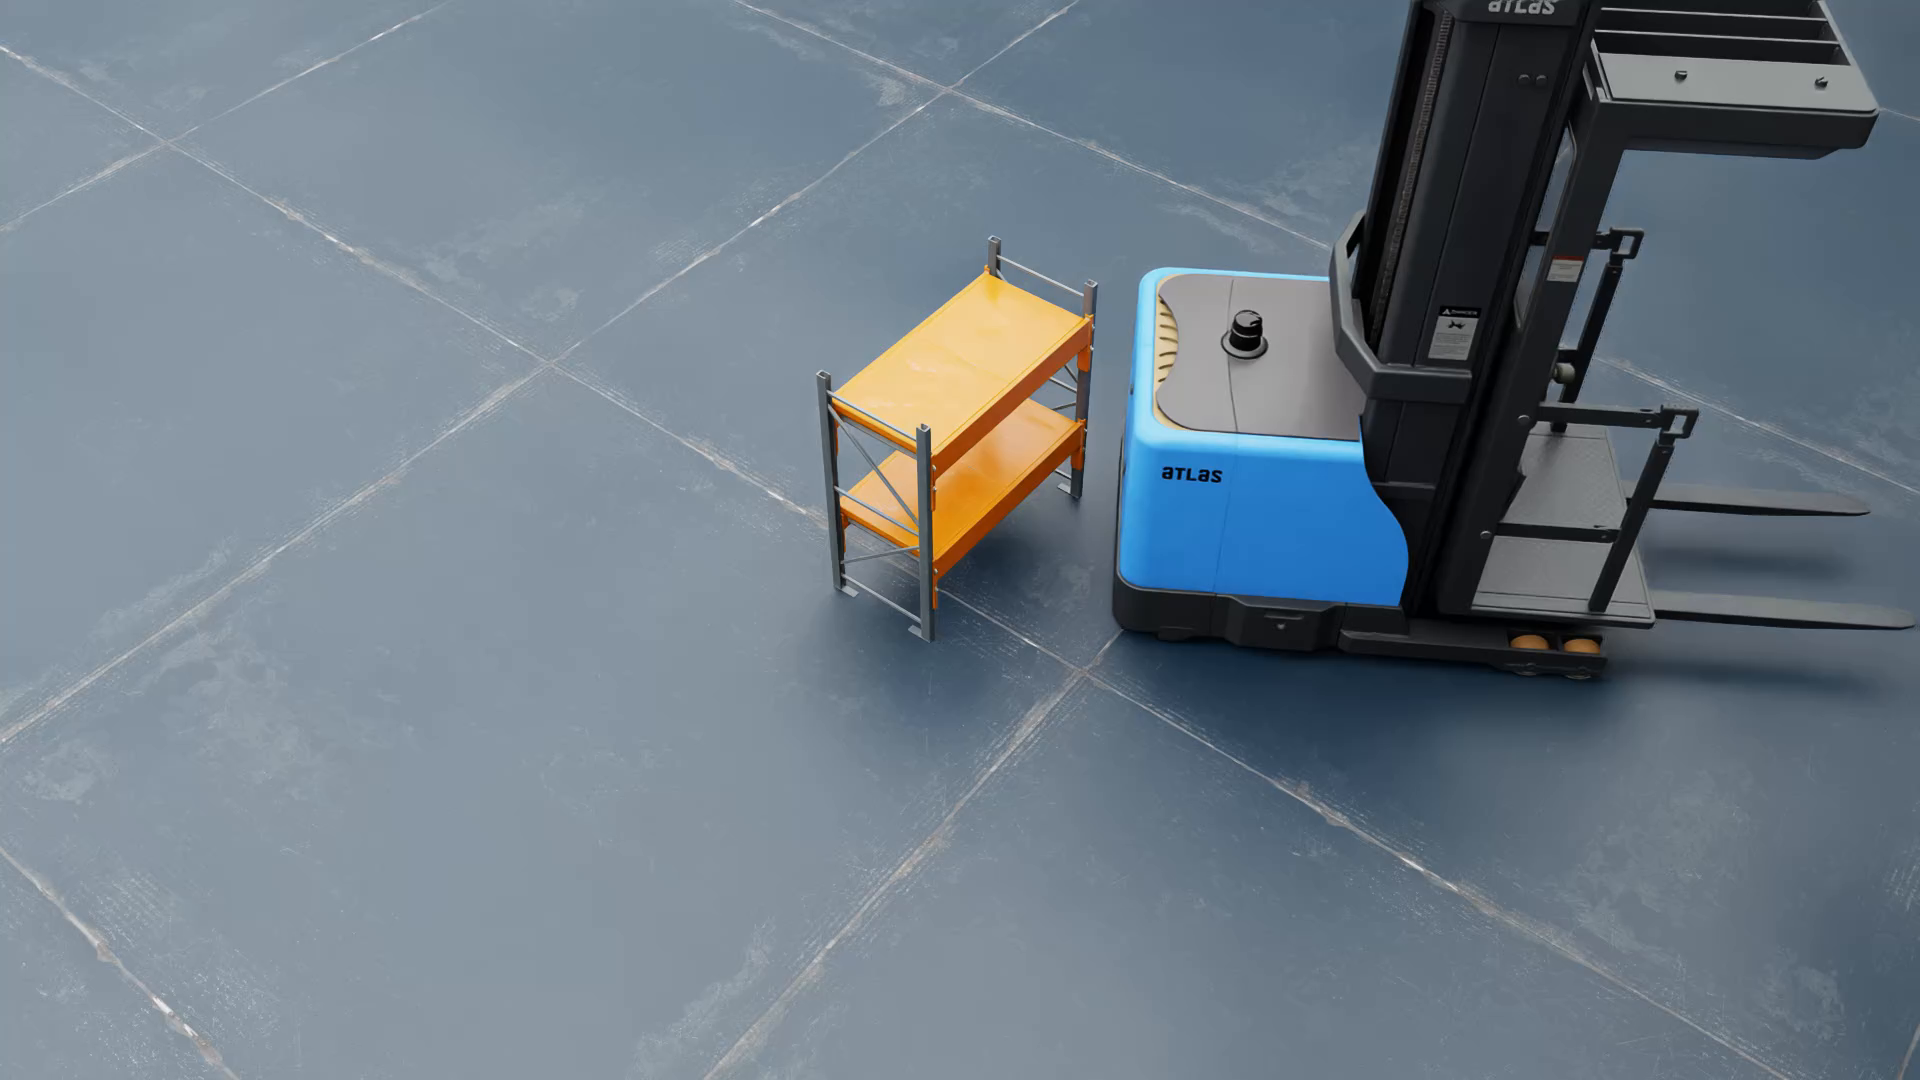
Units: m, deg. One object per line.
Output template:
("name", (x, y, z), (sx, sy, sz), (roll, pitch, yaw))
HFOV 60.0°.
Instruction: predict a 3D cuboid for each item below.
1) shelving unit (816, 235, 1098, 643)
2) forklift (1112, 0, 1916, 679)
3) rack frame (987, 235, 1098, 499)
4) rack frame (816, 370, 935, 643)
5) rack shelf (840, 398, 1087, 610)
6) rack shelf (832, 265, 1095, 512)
("shelving unit", (0.004, -0.392, 6.512), (0.538, 1.125, 1.048), (29, 53, 25))
("forklift", (2.148, -0.883, 5.731), (3.031, 2.935, 1.130), (4, 46, 4))
("rack frame", (0.315, -0.683, 6.790), (0.500, 1.125, 0.032), (29, 53, 25))
("rack frame", (-0.307, -0.102, 6.234), (0.500, 1.125, 0.032), (29, 53, 25))
("rack shelf", (0.004, -0.224, 6.688), (0.538, 0.278, 1.000), (29, 53, 25))
("rack shelf", (0.004, -0.595, 6.300), (0.538, 0.278, 1.000), (29, 53, 25))
